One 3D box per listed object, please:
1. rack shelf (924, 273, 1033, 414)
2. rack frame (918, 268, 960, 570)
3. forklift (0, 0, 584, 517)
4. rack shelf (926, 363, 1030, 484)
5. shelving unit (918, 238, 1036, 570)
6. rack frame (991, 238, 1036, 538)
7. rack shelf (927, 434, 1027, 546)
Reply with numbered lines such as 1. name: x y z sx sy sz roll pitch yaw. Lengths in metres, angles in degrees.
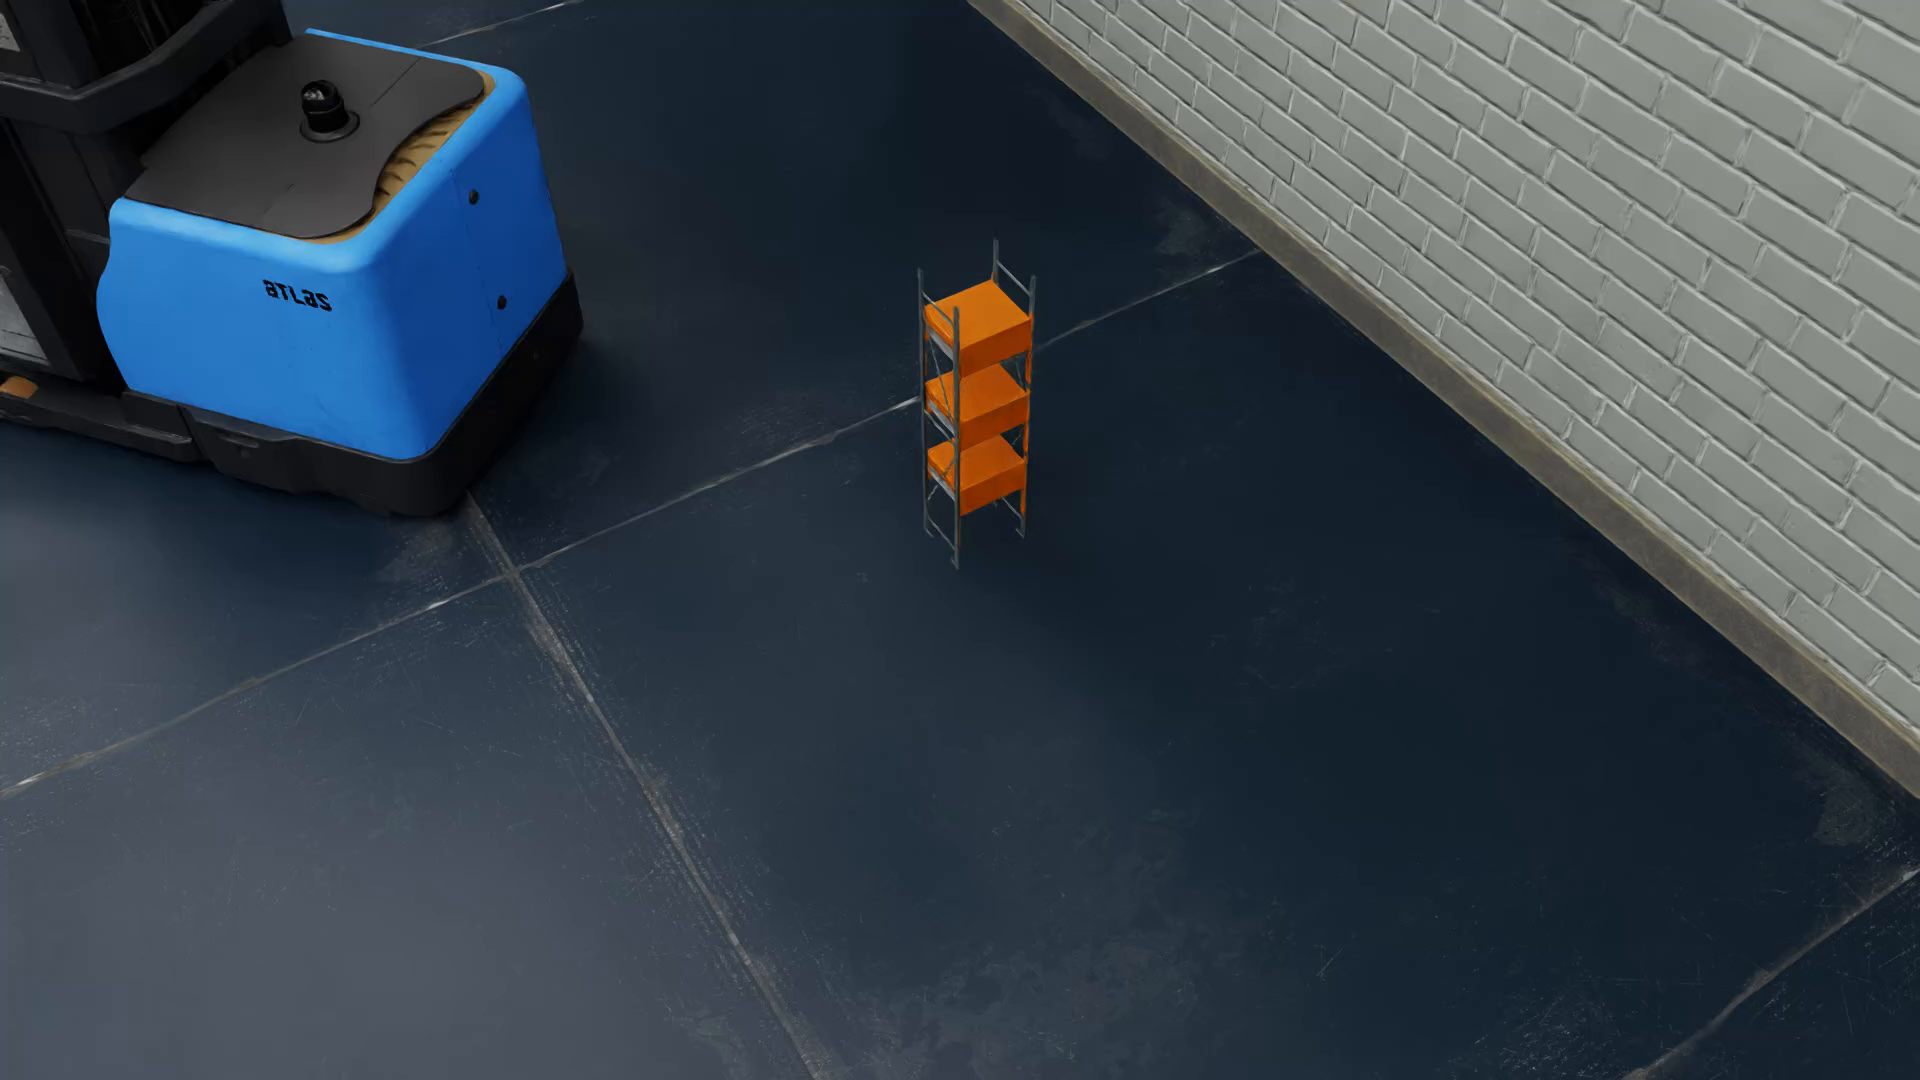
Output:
1. rack shelf: 0.045 -0.552 4.673 0.240 0.259 0.215 -25 53 -21
2. rack frame: -0.058 -0.322 4.834 0.008 1.050 0.200 -25 53 -21
3. forklift: -2.891 -1.717 4.816 3.031 2.935 1.130 14 50 12
4. rack shelf: 0.045 -0.363 4.885 0.240 0.259 0.215 -25 53 -21
5. shelving unit: 0.045 -0.370 4.877 0.252 1.050 0.215 -25 53 -21
6. rack frame: 0.148 -0.419 4.920 0.008 1.050 0.200 -25 53 -21
7. rack shelf: 0.045 -0.179 5.092 0.240 0.259 0.215 -25 53 -21
